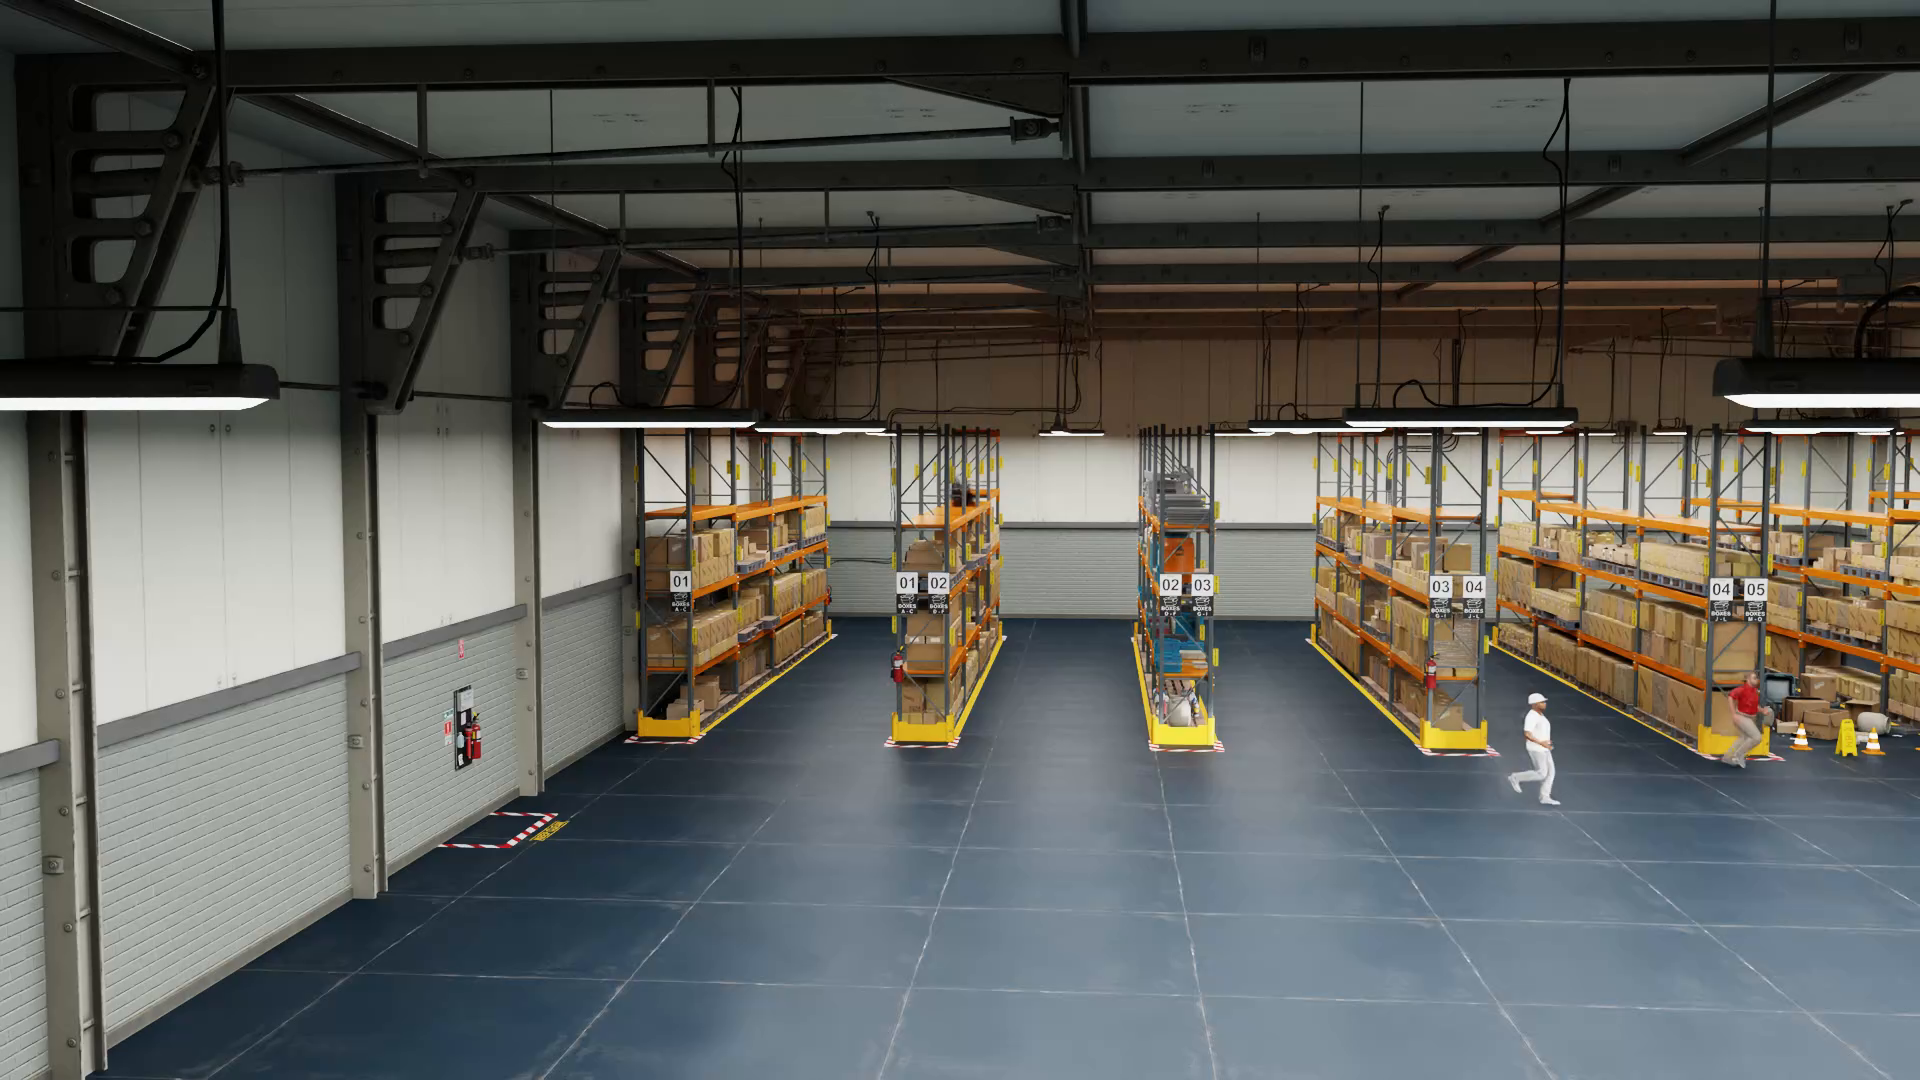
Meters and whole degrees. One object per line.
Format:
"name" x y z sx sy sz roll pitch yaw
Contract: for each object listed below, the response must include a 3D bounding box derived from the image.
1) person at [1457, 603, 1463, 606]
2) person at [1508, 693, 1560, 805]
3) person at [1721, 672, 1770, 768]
"person" 13.540 2.168 45.690 0.539 1.534 0.560 1 4 22
"person" 9.037 3.268 26.093 0.787 1.735 0.698 2 4 32
"person" 13.643 3.123 28.870 0.780 1.669 0.582 3 5 44
